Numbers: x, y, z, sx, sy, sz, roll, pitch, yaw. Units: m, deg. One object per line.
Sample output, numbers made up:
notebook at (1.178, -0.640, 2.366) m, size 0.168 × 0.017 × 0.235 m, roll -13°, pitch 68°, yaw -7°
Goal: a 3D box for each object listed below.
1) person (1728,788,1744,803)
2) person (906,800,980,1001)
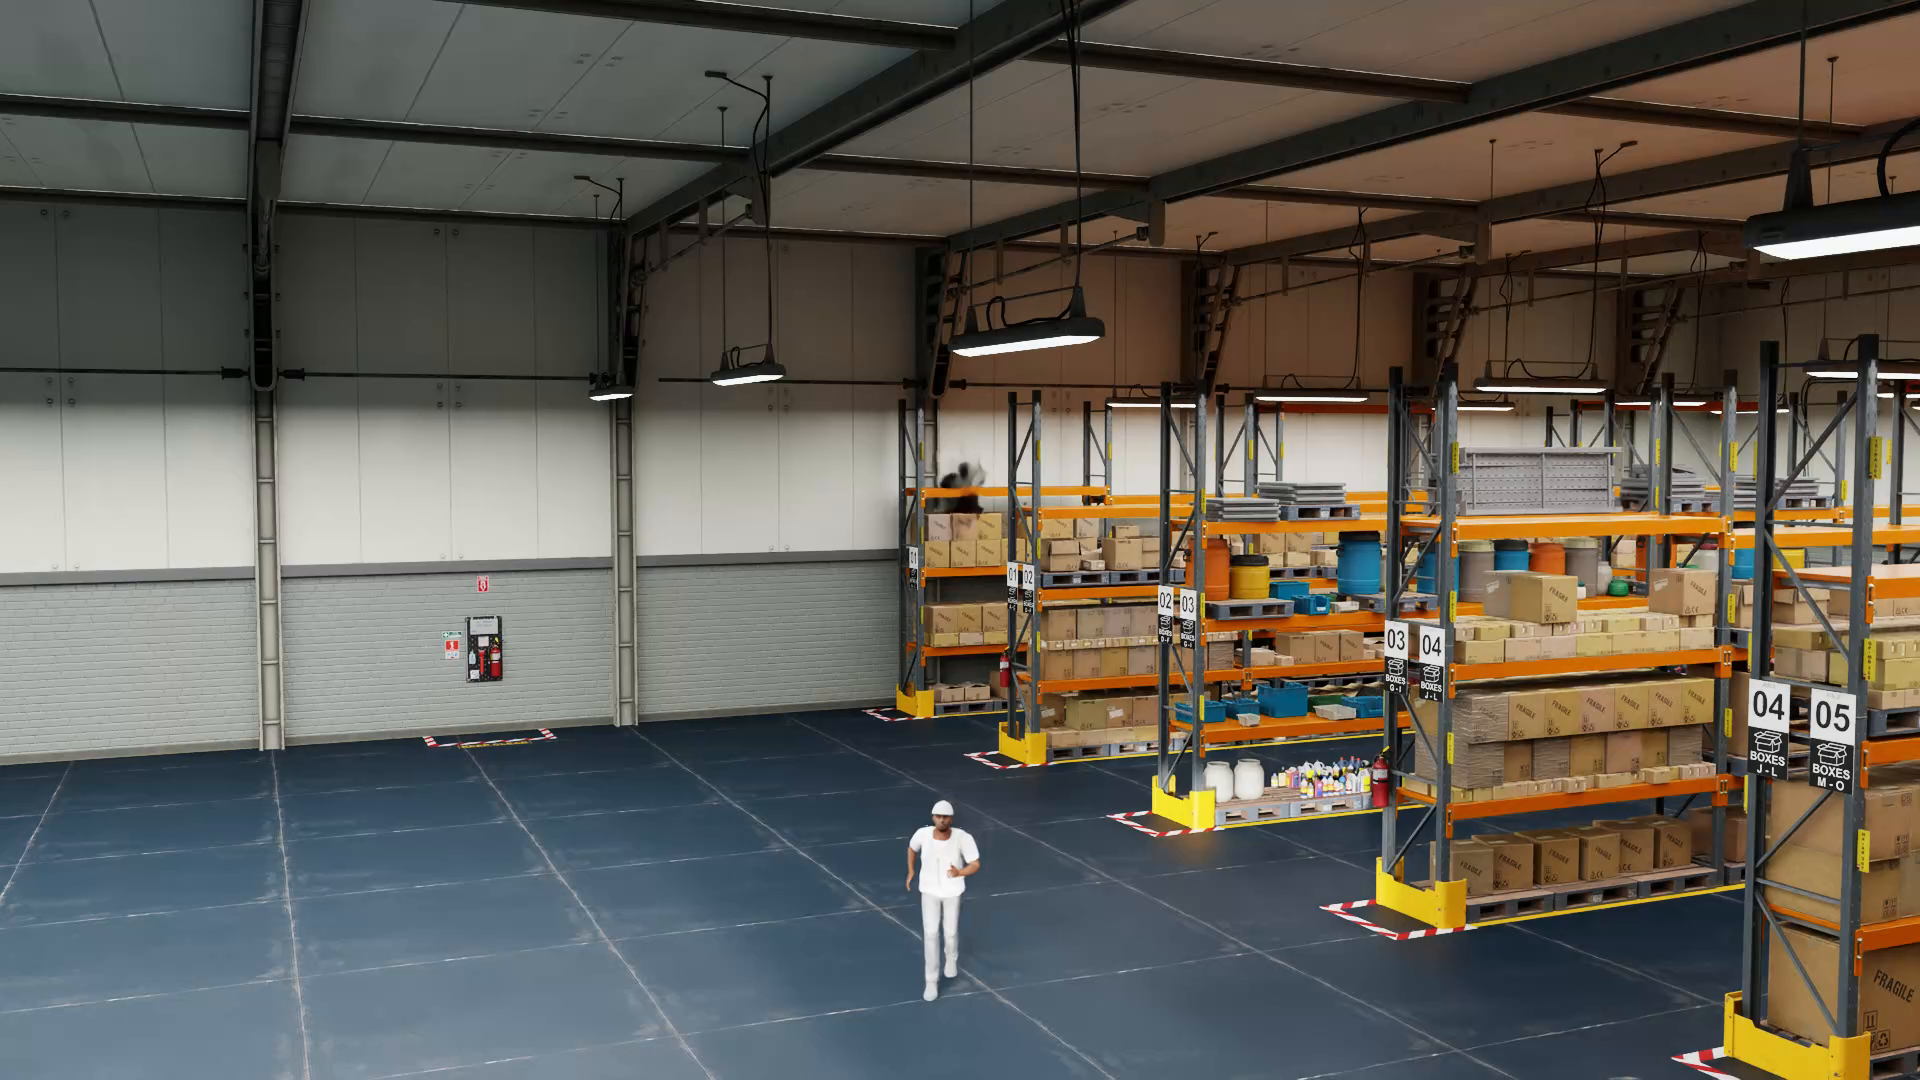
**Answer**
person at (10.528, 2.991, 22.248) m, size 0.531 × 1.739 × 0.690 m, roll -2°, pitch 4°, yaw -34°
person at (-0.164, 3.336, 15.698) m, size 0.709 × 1.780 × 0.896 m, roll 0°, pitch 3°, yaw 4°
